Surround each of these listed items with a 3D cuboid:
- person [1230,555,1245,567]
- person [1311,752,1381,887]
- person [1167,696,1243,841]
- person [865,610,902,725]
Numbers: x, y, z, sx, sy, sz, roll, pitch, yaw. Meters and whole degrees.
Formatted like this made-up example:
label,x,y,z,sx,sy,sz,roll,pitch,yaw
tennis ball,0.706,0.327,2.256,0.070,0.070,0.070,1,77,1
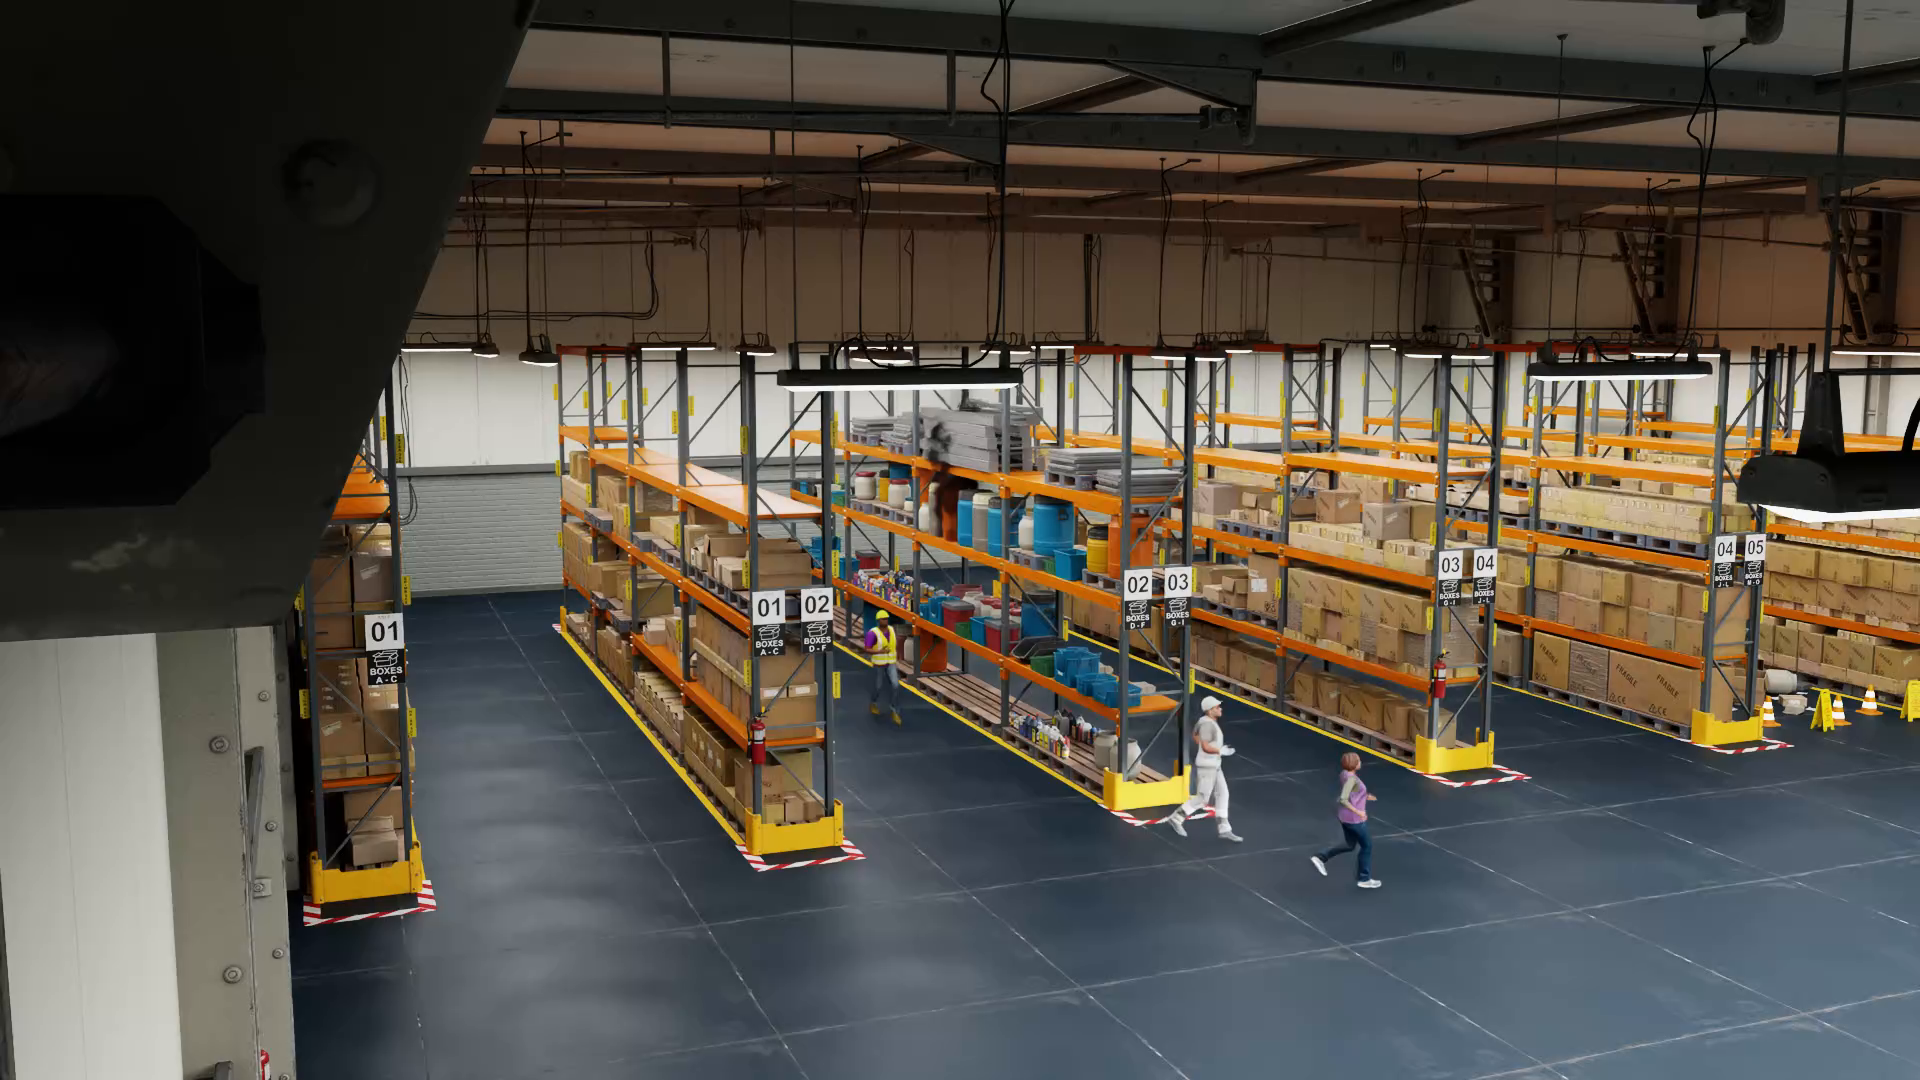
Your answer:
label,x,y,z,sx,sy,sz,roll,pitch,yaw
person,6.896,0.262,41.443,0.783,1.681,0.607,5,9,36
person,4.403,3.167,18.840,0.792,1.566,0.548,0,7,0
person,3.064,2.823,20.640,0.931,1.784,0.678,2,7,13
person,-1.246,2.029,26.909,0.677,1.815,0.866,-4,8,-26
